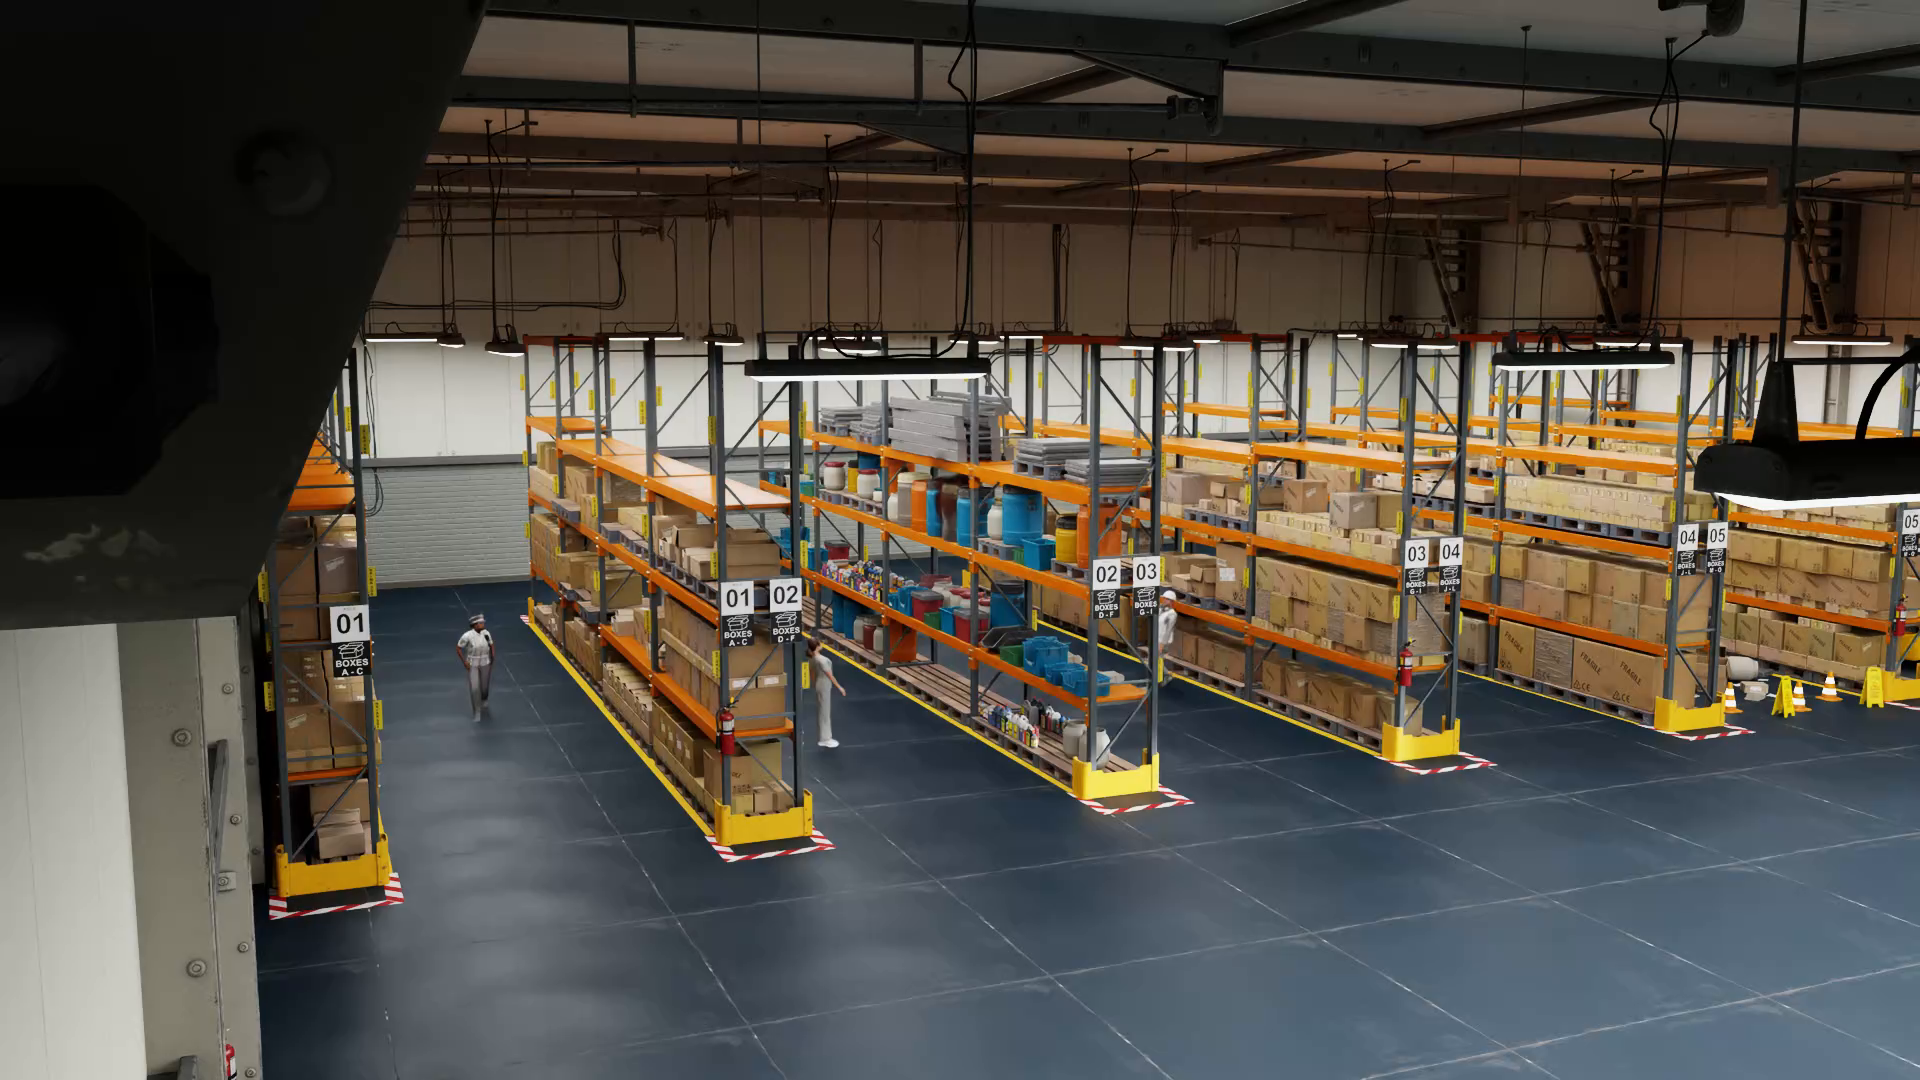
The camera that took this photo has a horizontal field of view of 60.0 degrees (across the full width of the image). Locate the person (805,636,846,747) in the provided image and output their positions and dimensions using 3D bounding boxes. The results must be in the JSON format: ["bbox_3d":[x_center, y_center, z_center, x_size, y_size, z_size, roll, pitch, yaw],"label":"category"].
[{"bbox_3d":[-1.986,2.226,24.517,0.582,1.687,0.541,-1,8,-8],"label":"person"}]

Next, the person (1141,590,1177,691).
[{"bbox_3d":[3.381,1.723,28.284,0.589,1.752,0.595,-1,8,-6],"label":"person"}]

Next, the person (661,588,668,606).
[{"bbox_3d":[-6.479,0.695,35.732,0.657,1.785,0.446,3,8,22],"label":"person"}]

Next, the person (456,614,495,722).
[{"bbox_3d":[-7.706,2.016,26.496,0.596,1.725,0.744,-2,8,-17],"label":"person"}]
